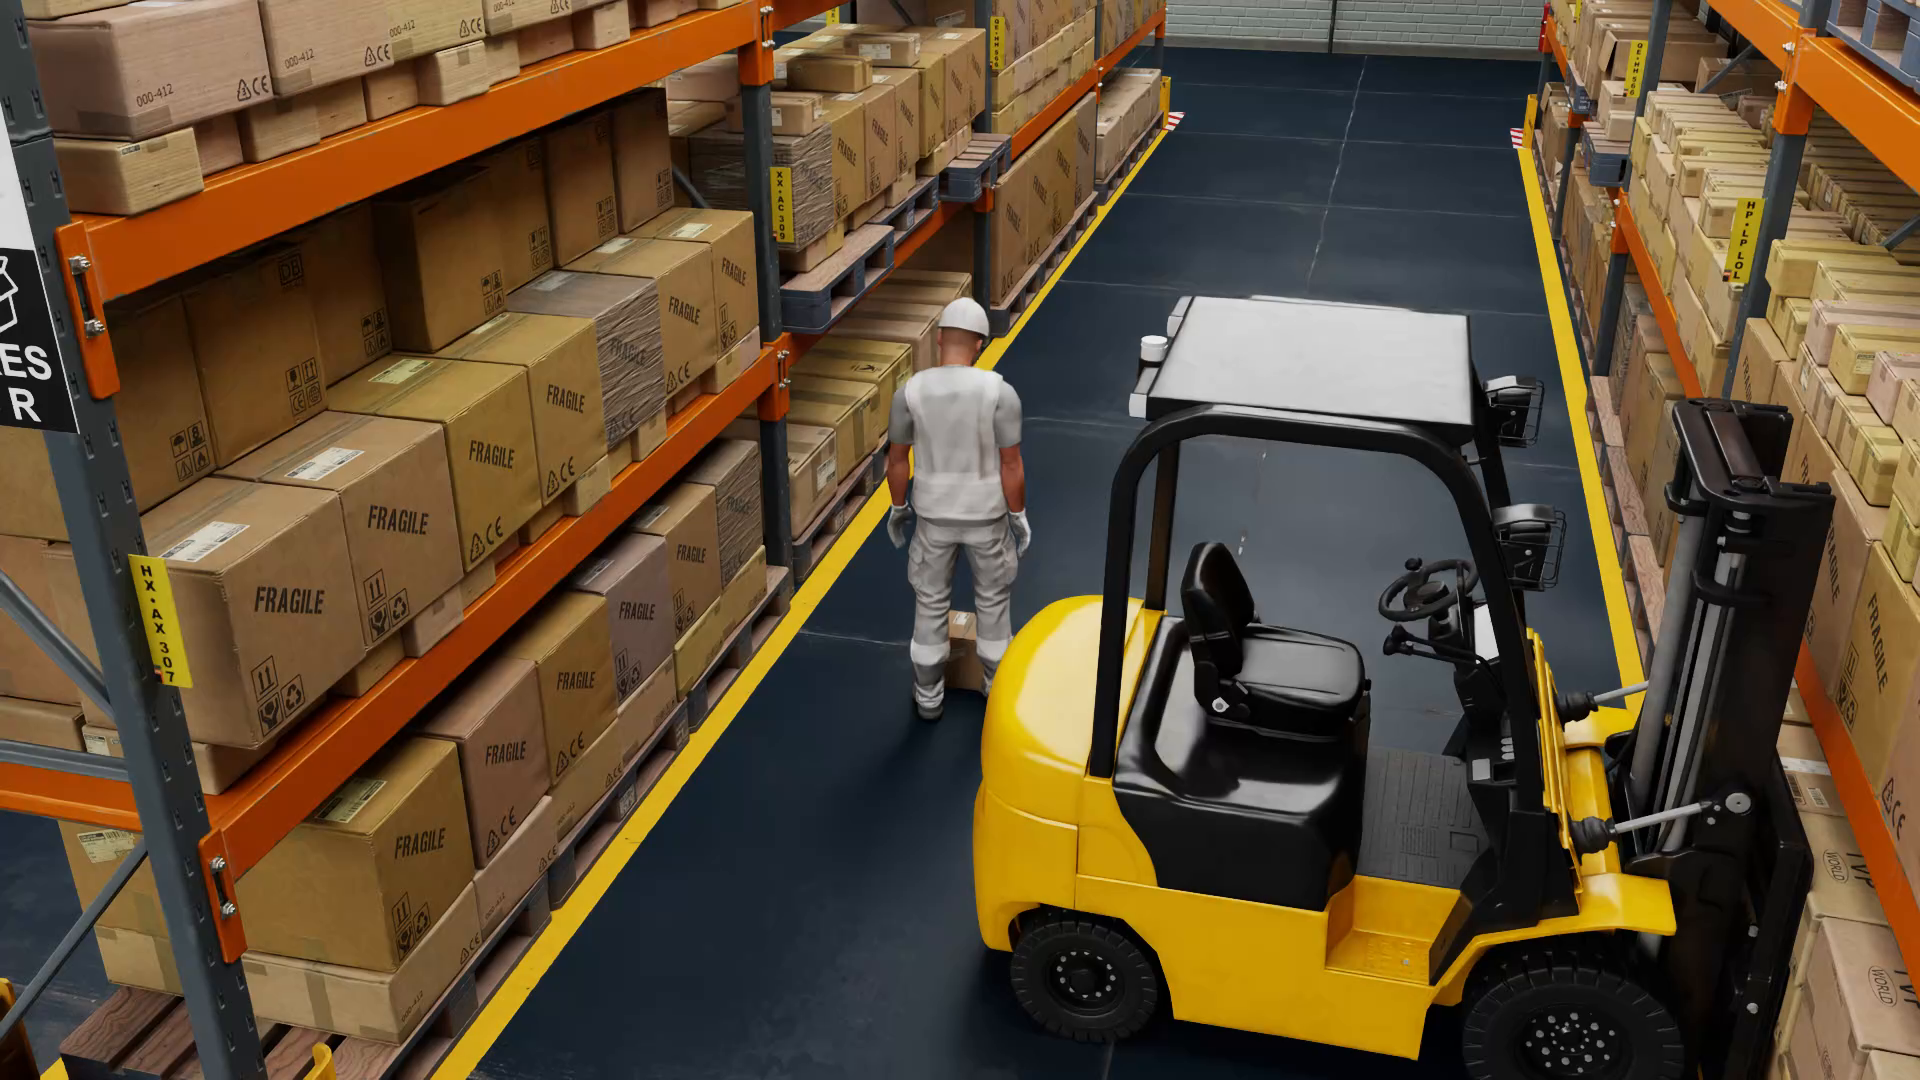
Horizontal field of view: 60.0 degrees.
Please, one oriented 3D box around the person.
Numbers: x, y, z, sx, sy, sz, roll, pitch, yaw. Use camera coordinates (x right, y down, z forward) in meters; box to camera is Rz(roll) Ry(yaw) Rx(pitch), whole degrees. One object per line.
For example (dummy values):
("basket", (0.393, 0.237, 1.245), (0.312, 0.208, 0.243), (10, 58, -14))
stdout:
("person", (0.002, -0.112, 6.784), (0.592, 1.772, 0.411), (2, 25, 5))
